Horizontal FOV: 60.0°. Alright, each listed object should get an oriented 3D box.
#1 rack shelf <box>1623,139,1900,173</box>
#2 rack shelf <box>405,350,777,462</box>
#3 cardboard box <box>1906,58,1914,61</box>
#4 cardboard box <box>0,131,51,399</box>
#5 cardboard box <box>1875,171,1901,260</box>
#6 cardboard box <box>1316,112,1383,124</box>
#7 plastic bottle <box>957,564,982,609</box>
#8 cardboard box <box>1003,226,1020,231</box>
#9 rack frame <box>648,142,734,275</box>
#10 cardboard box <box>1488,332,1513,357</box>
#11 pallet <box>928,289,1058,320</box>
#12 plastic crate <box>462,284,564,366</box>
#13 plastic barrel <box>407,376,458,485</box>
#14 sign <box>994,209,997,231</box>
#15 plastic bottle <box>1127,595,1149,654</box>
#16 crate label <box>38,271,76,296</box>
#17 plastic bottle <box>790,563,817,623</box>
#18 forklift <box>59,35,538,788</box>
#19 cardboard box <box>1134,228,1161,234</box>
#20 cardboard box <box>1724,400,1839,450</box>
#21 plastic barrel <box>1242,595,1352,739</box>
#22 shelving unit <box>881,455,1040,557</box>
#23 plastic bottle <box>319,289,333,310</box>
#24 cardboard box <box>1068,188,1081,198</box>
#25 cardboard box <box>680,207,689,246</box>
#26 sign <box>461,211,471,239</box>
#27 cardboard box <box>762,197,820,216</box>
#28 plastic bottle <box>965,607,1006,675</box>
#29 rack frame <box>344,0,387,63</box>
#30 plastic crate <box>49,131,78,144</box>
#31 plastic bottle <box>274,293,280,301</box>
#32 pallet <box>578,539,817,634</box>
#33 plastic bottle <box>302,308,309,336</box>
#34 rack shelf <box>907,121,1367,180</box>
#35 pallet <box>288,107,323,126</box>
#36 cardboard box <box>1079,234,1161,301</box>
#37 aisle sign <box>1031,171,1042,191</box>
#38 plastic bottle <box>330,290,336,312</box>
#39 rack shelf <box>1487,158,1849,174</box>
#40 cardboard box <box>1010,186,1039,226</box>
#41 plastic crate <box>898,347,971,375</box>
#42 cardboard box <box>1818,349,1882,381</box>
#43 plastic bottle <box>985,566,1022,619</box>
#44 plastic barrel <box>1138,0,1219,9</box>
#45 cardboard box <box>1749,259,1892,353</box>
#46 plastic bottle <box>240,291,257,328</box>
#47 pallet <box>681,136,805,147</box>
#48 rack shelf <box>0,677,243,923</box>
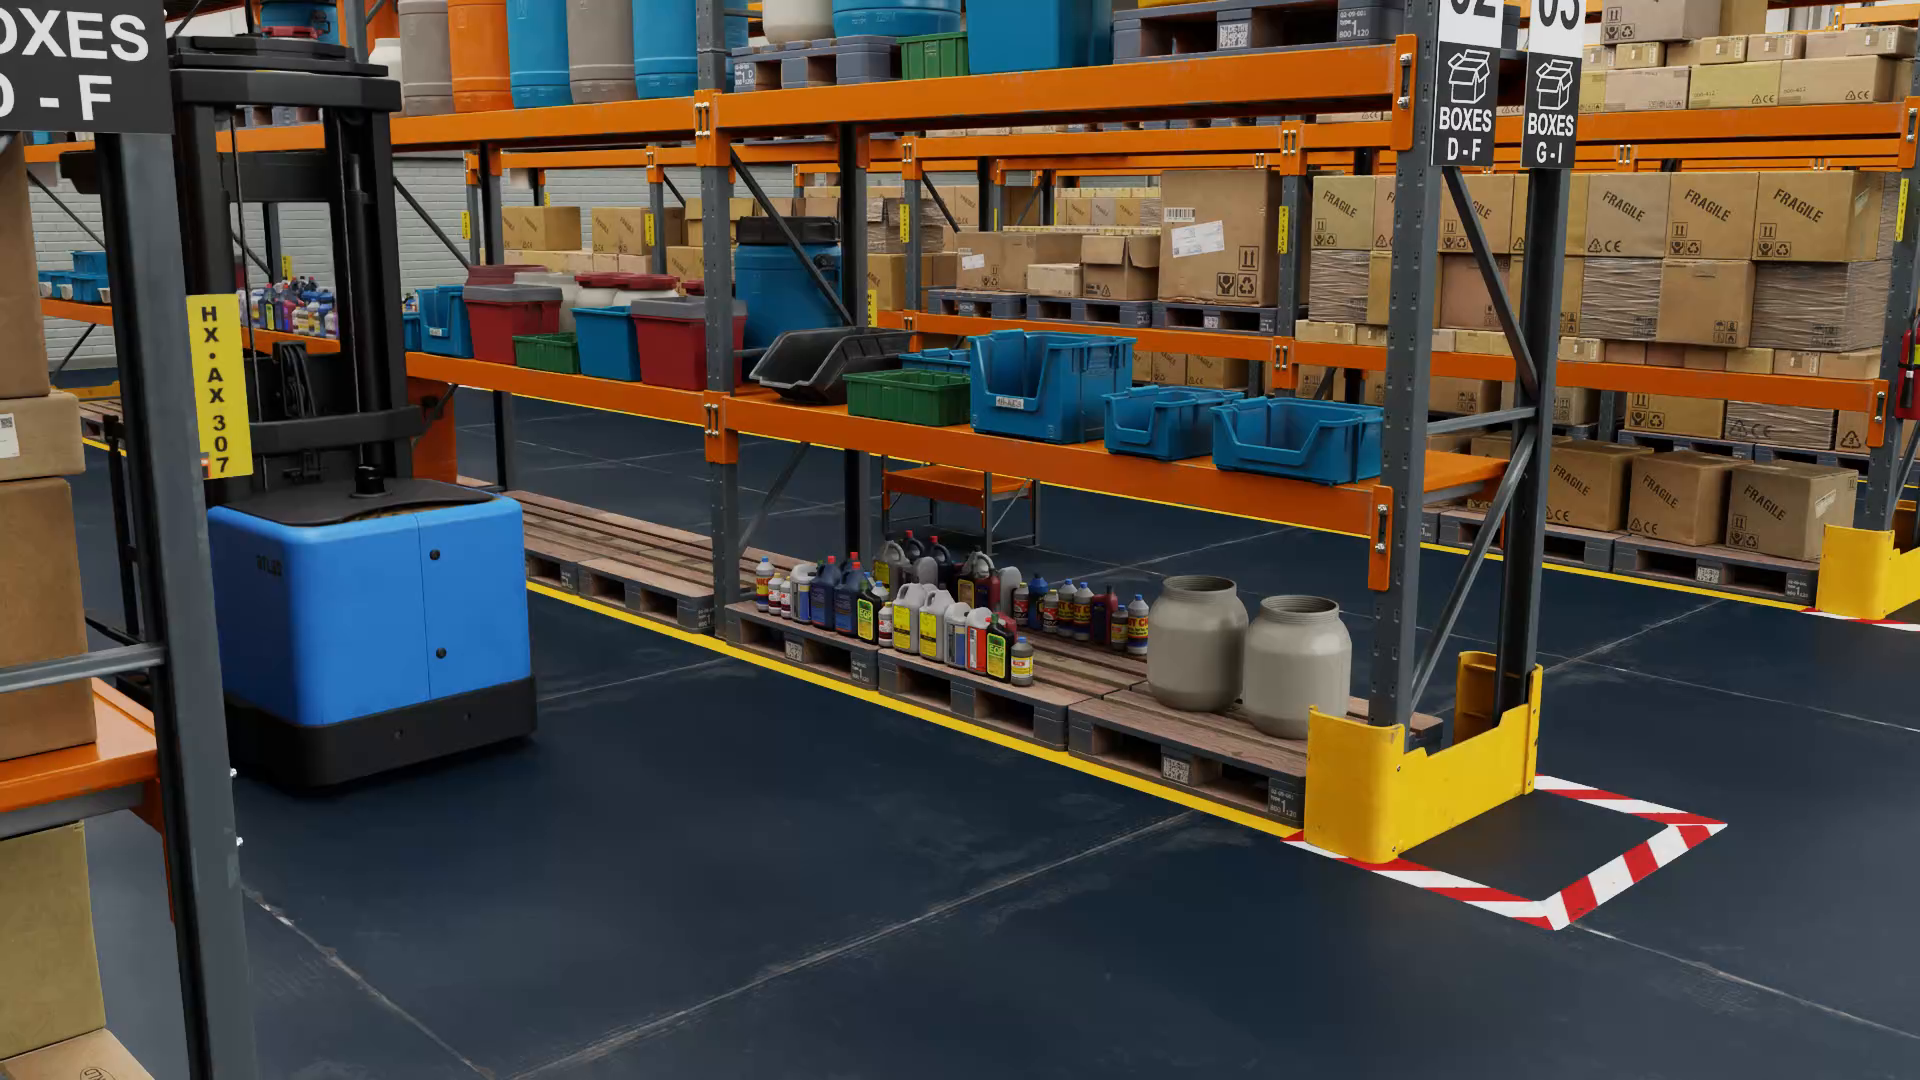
[{"bbox_3d":[7.715,-3.198,13.850,1.077,0.370,4.000,-11,16,-43],"label":"rack shelf"},{"bbox_3d":[-2.286,-0.946,10.353,1.077,0.370,4.000,-11,16,-43],"label":"rack shelf"},{"bbox_3d":[5.416,-2.776,9.404,0.380,0.149,0.250,-11,16,-43],"label":"cardboard box"},{"bbox_3d":[-2.078,-0.495,2.918,0.700,0.500,0.500,-11,16,-42],"label":"cardboard box"},{"bbox_3d":[5.257,-1.916,9.813,0.500,0.500,0.500,-11,16,-43],"label":"cardboard box"},{"bbox_3d":[2.803,-2.991,11.434,0.500,0.250,0.500,11,16,43],"label":"cardboard box"},{"bbox_3d":[0.047,0.255,8.380,0.061,0.283,0.133,-11,16,-43],"label":"plastic bottle"},{"bbox_3d":[0.749,-3.793,20.497,0.380,0.149,0.250,-10,15,-40],"label":"cardboard box"},{"bbox_3d":[-2.848,-2.864,17.881,1.000,3.000,0.127,-11,16,-43],"label":"rack frame"},{"bbox_3d":[3.653,-1.283,10.830,0.380,0.149,0.250,-11,16,-43],"label":"cardboard box"},{"bbox_3d":[0.484,-2.097,14.634,1.213,0.211,1.003,-11,16,-43],"label":"pallet"},{"bbox_3d":[-2.773,-1.343,10.339,0.402,0.464,0.583,-11,16,-43],"label":"plastic crate"},{"bbox_3d":[-4.018,-0.802,12.209,0.600,0.830,0.708,-11,16,-43],"label":"plastic barrel"},{"bbox_3d":[0.301,-2.886,15.312,0.100,0.325,0.005,-11,16,-43],"label":"sign"},{"bbox_3d":[0.830,0.390,7.756,0.097,0.271,0.097,0,12,0],"label":"plastic bottle"},{"bbox_3d":[-9.260,-2.623,16.977,0.416,0.233,0.303,-11,16,-43],"label":"crate label"},{"bbox_3d":[-0.759,0.263,8.361,0.152,0.276,0.135,-10,15,-41],"label":"plastic bottle"},{"bbox_3d":[-3.222,-0.691,7.502,3.031,2.935,1.130,11,16,43],"label":"forklift"},{"bbox_3d":[2.200,-3.488,19.017,0.380,0.149,0.250,-11,16,-43],"label":"cardboard box"},{"bbox_3d":[7.343,-1.306,14.540,0.875,0.875,0.875,-11,16,-42],"label":"cardboard box"},{"bbox_3d":[1.347,0.505,6.653,0.421,0.512,0.421,0,12,0],"label":"plastic barrel"},{"bbox_3d":[-0.005,-0.552,11.303,0.538,1.125,1.048,-11,16,-43],"label":"shelving unit"},{"bbox_3d":[-5.148,-1.898,13.510,0.097,0.271,0.097,0,12,0],"label":"plastic bottle"},{"bbox_3d":[1.931,-5.513,26.403,0.380,0.149,0.250,-10,15,-41],"label":"cardboard box"},{"bbox_3d":[-2.994,-3.409,18.302,0.500,0.500,0.500,-11,16,-43],"label":"cardboard box"},{"bbox_3d":[-6.016,-3.834,20.248,0.100,0.325,0.005,-11,16,-43],"label":"sign"},{"bbox_3d":[-1.495,-3.122,16.399,0.797,0.503,0.637,-10,15,-41],"label":"cardboard box"},{"bbox_3d":[0.117,0.448,7.462,0.152,0.276,0.135,-11,16,-42],"label":"plastic bottle"},{"bbox_3d":[-3.668,-4.529,11.092,1.000,3.000,0.127,-11,16,-43],"label":"rack frame"},{"bbox_3d":[-8.336,-3.935,15.799,0.504,0.338,0.767,-11,16,-43],"label":"plastic crate"},{"bbox_3d":[-5.221,-1.755,12.783,0.061,0.283,0.133,-11,16,-43],"label":"plastic bottle"},{"bbox_3d":[-1.476,0.250,9.675,1.003,0.211,1.213,-11,16,-43],"label":"pallet"},{"bbox_3d":[-4.817,-1.617,12.317,0.097,0.201,0.097,0,12,0],"label":"plastic bottle"},{"bbox_3d":[1.296,-3.105,13.400,1.077,0.370,4.000,-11,16,-43],"label":"rack shelf"},{"bbox_3d":[-4.125,-3.092,12.021,1.003,0.211,1.213,-11,16,-43],"label":"pallet"},{"bbox_3d":[1.413,-2.193,13.326,0.797,0.503,0.637,-9,15,-37],"label":"cardboard box"},{"bbox_3d":[1.298,-6.072,27.010,0.394,0.787,0.004,-11,16,-43],"label":"aisle sign"},{"bbox_3d":[-5.070,-1.920,13.607,0.152,0.276,0.135,-11,16,-43],"label":"plastic bottle"},{"bbox_3d":[8.463,-4.486,20.103,1.077,0.370,4.000,-11,16,-43],"label":"rack shelf"},{"bbox_3d":[0.674,-4.325,21.507,0.500,0.500,0.500,-10,16,-41],"label":"cardboard box"},{"bbox_3d":[0.055,-0.810,8.278,0.499,0.251,0.616,-11,16,-43],"label":"plastic crate"},{"bbox_3d":[5.093,-1.003,9.468,0.380,0.149,0.250,-11,16,-43],"label":"cardboard box"},{"bbox_3d":[0.213,0.265,8.350,0.152,0.276,0.135,-11,16,-42],"label":"plastic bottle"},{"bbox_3d":[0.978,-2.338,6.388,0.600,0.588,0.600,0,12,0],"label":"plastic barrel"},{"bbox_3d":[5.079,-1.392,9.748,0.875,0.500,0.500,-11,16,-43],"label":"cardboard box"},{"bbox_3d":[-5.586,-1.824,13.137,0.152,0.276,0.135,-11,16,-43],"label":"plastic bottle"},{"bbox_3d":[-2.179,-4.113,16.981,1.217,0.209,0.805,11,16,43],"label":"pallet"},{"bbox_3d":[-3.109,0.327,4.172,1.077,0.370,4.000,-11,16,-43],"label":"rack shelf"}]
